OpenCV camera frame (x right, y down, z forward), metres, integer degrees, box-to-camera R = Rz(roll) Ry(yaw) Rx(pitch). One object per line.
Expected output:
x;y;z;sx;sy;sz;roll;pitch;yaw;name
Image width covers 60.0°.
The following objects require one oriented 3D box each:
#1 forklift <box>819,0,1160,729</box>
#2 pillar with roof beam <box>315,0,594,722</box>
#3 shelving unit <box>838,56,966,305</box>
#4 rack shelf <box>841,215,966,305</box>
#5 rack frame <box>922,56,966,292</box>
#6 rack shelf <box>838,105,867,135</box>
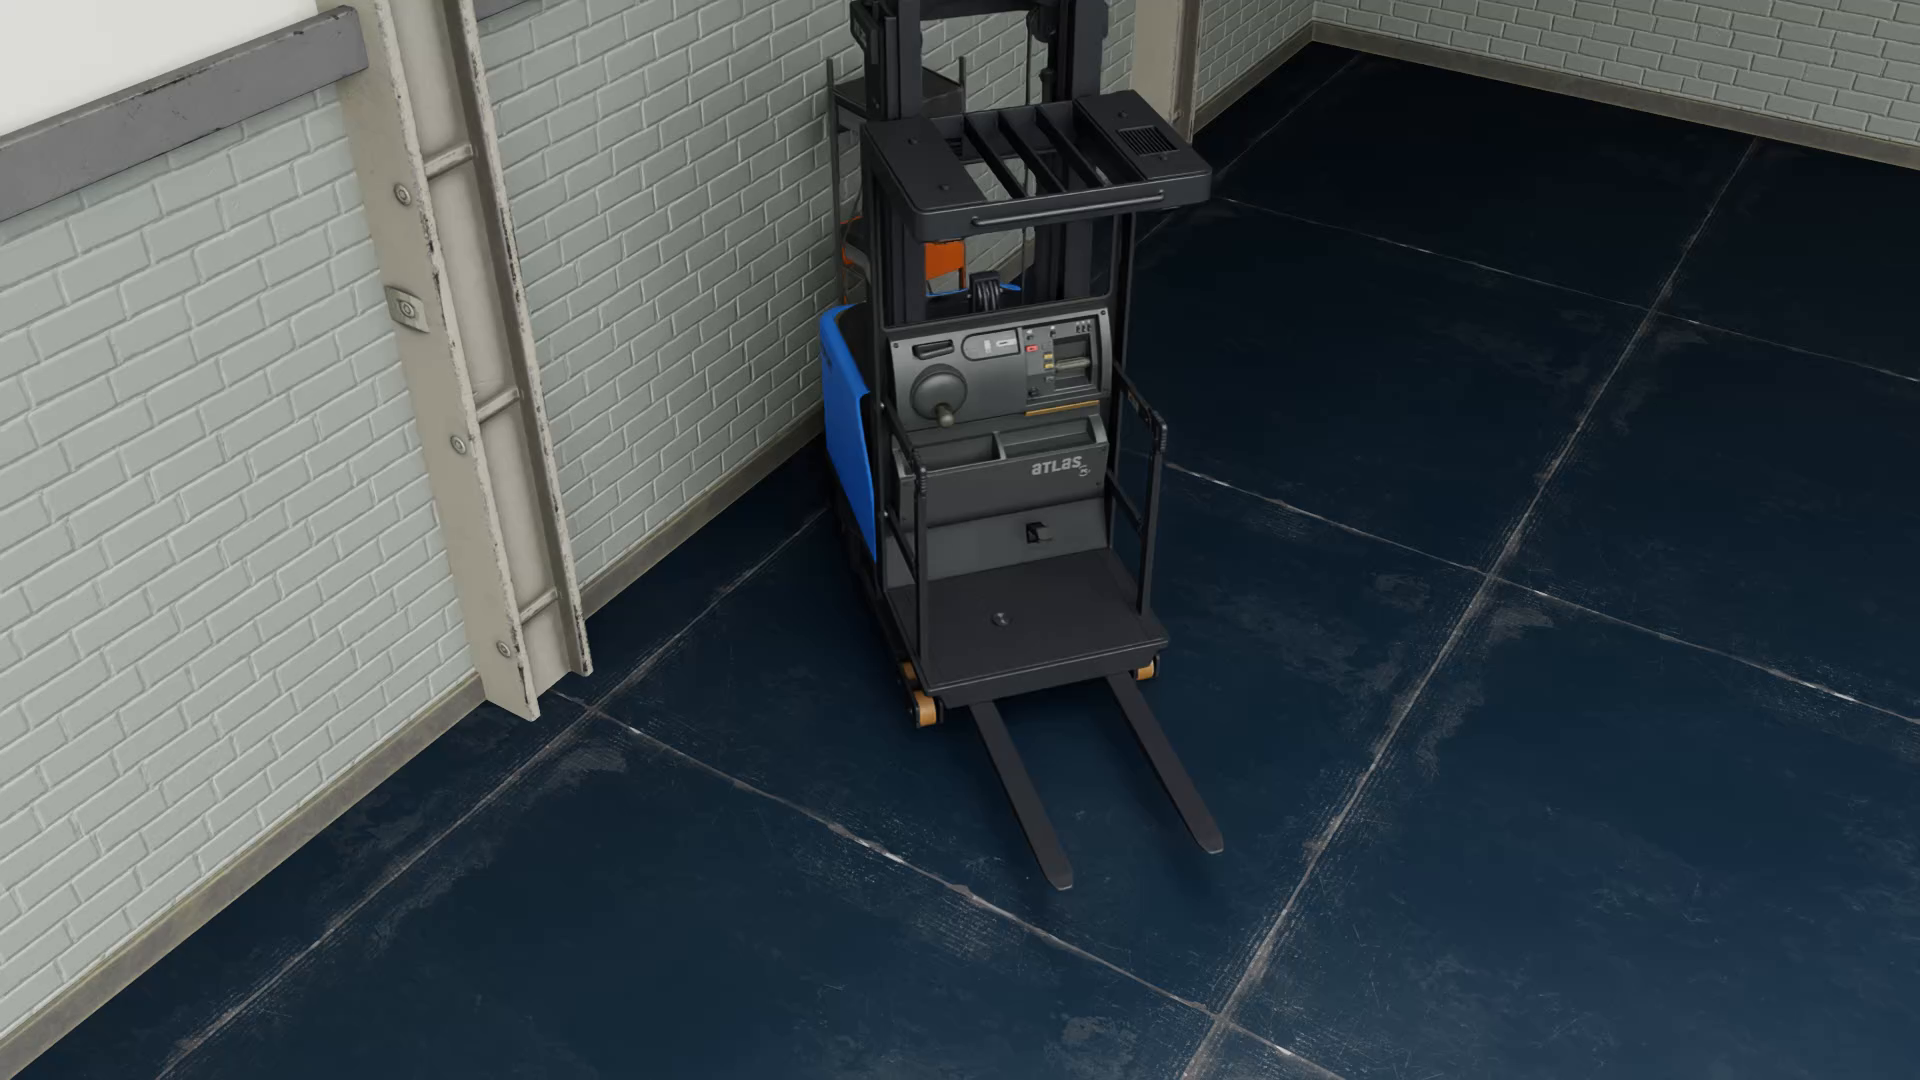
0.238;-0.633;6.609;1.130;2.935;3.031;-11;39;-13;forklift
1.765;-1.523;2.794;9.100;9.000;0.400;21;42;25;pillar with roof beam
-0.288;-1.376;8.254;0.492;2.100;0.431;-26;45;-30;shelving unit
-0.292;-1.363;8.260;0.480;0.518;0.431;-26;45;-30;rack shelf
-0.103;-1.468;8.373;0.015;2.100;0.400;-26;45;-30;rack frame
-0.292;-1.996;7.771;0.442;0.100;0.332;-26;45;-30;rack shelf
